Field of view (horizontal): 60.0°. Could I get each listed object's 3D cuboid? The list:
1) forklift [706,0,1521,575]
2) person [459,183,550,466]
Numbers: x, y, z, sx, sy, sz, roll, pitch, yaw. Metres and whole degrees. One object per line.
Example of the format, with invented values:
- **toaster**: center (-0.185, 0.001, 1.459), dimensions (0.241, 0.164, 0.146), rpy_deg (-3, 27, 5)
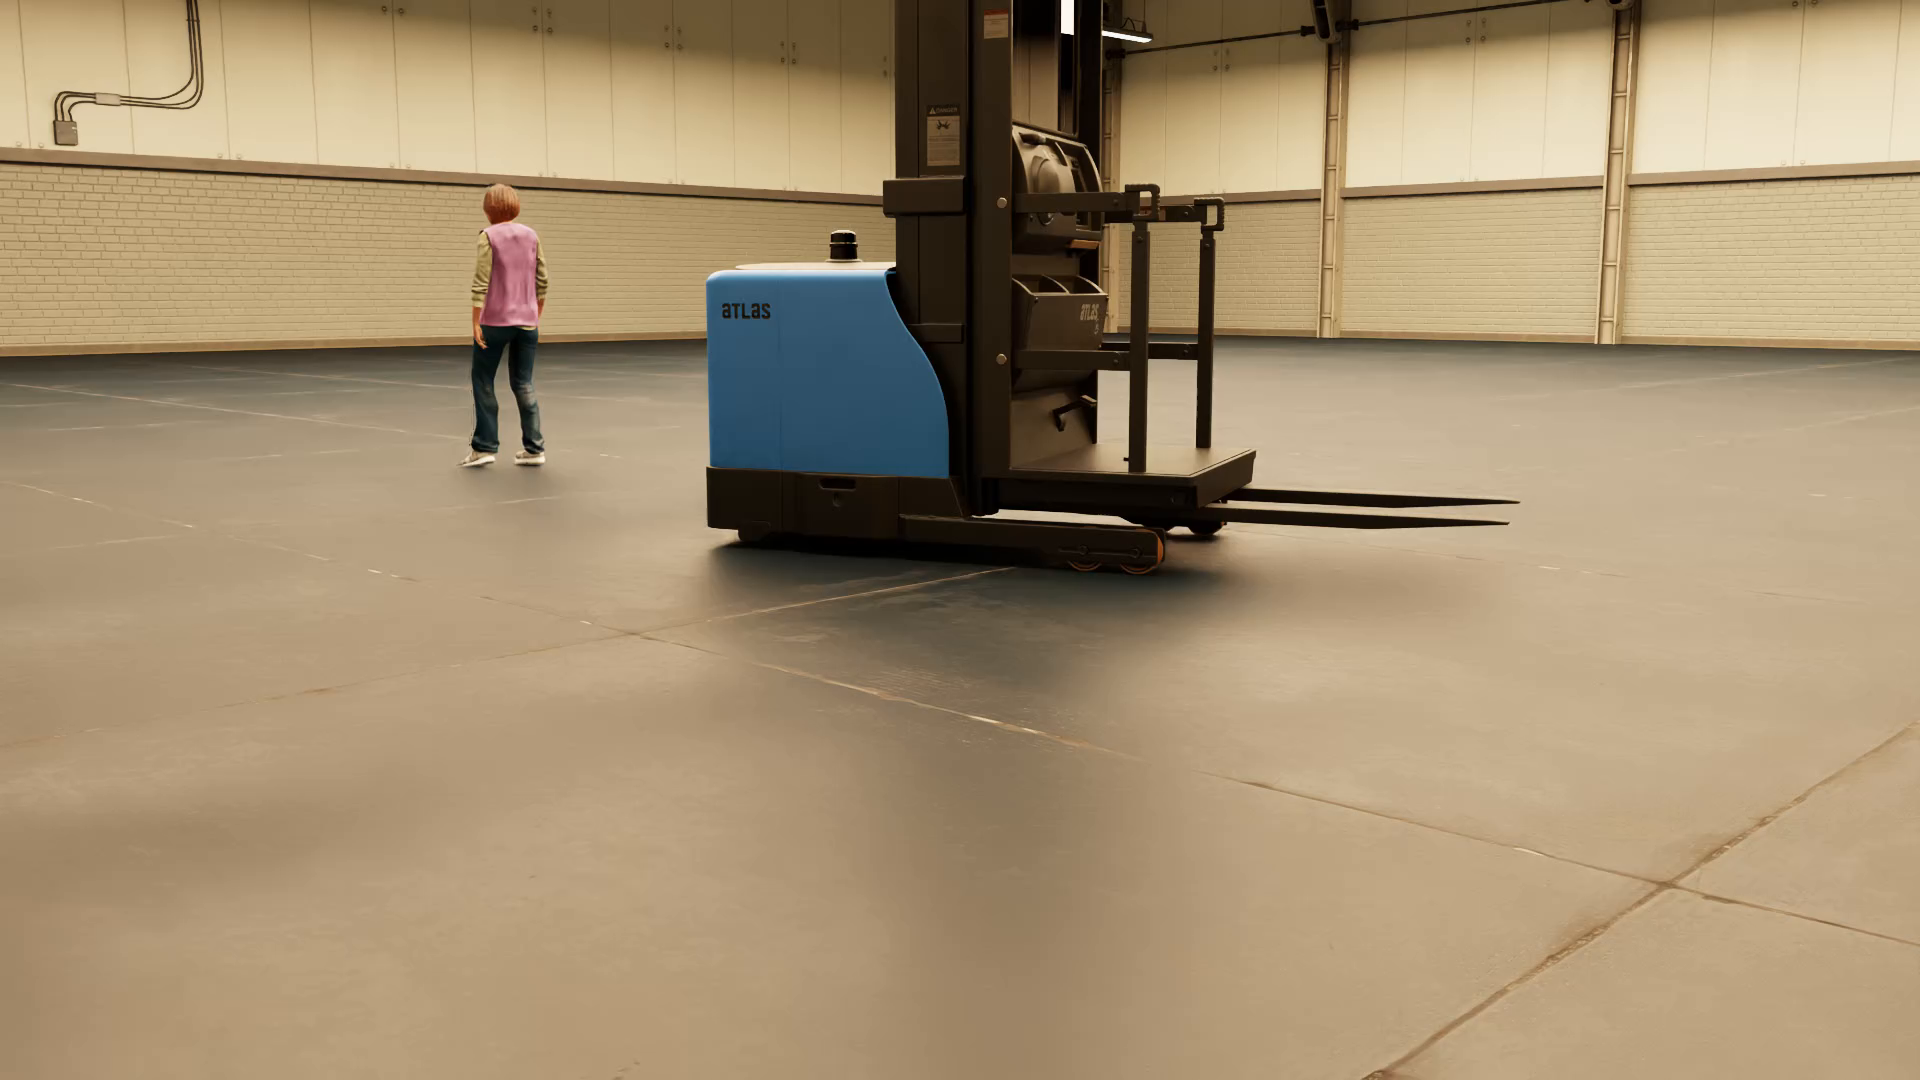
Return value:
- **forklift**: center (0.565, -1.416, 6.275), dimensions (3.031, 2.935, 1.130), rpy_deg (3, 9, 22)
- **person**: center (-2.616, -1.208, 9.511), dimensions (0.432, 1.622, 0.493), rpy_deg (8, 12, 44)
